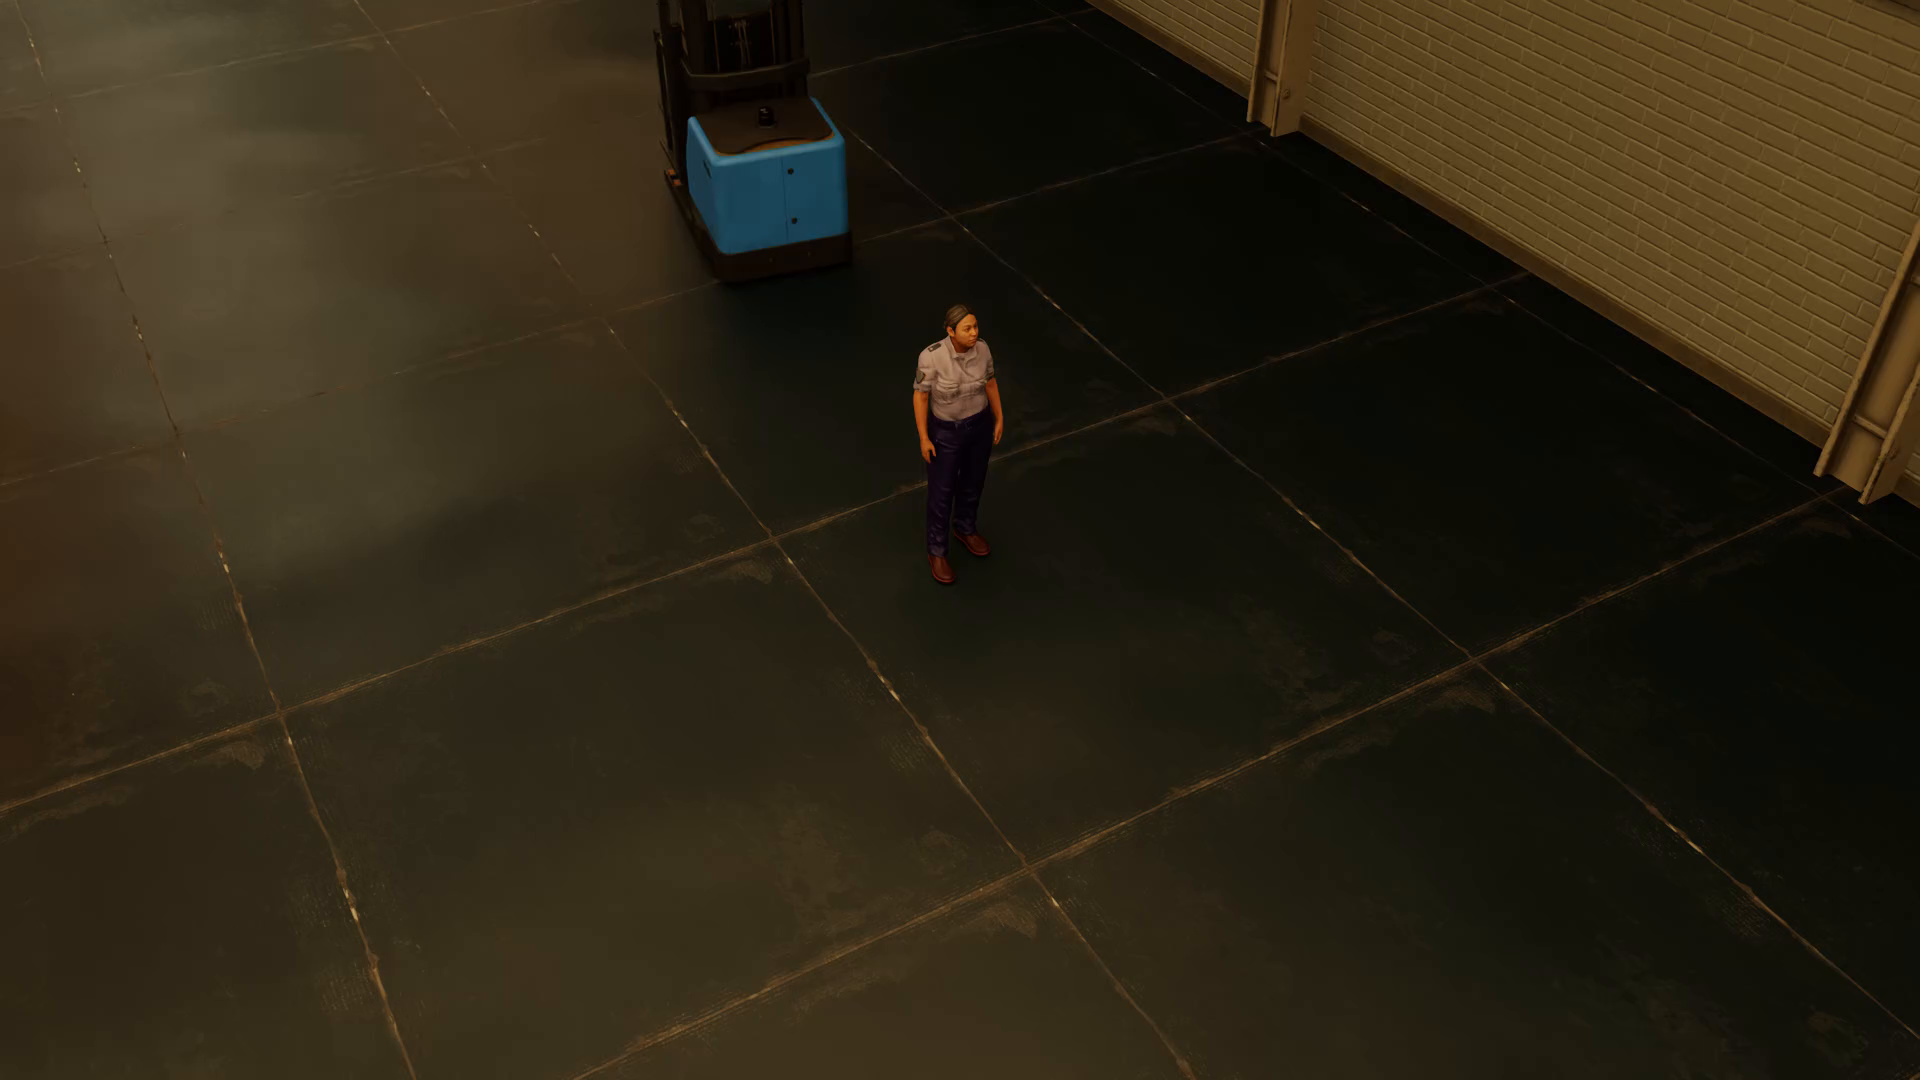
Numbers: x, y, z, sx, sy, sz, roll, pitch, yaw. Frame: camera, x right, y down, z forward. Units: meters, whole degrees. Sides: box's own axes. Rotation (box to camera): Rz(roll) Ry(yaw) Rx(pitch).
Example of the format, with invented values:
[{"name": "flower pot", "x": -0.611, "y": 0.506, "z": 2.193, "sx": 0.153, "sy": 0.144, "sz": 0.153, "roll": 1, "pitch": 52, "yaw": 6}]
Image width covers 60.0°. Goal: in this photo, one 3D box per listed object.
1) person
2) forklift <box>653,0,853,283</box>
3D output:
[{"name": "person", "x": 0.025, "y": -0.582, "z": 9.733, "sx": 0.598, "sy": 1.651, "sz": 0.502, "roll": -20, "pitch": 44, "yaw": -23}, {"name": "forklift", "x": -1.820, "y": -4.019, "z": 12.881, "sx": 1.130, "sy": 2.935, "sz": 3.031, "roll": -13, "pitch": 42, "yaw": -16}]
